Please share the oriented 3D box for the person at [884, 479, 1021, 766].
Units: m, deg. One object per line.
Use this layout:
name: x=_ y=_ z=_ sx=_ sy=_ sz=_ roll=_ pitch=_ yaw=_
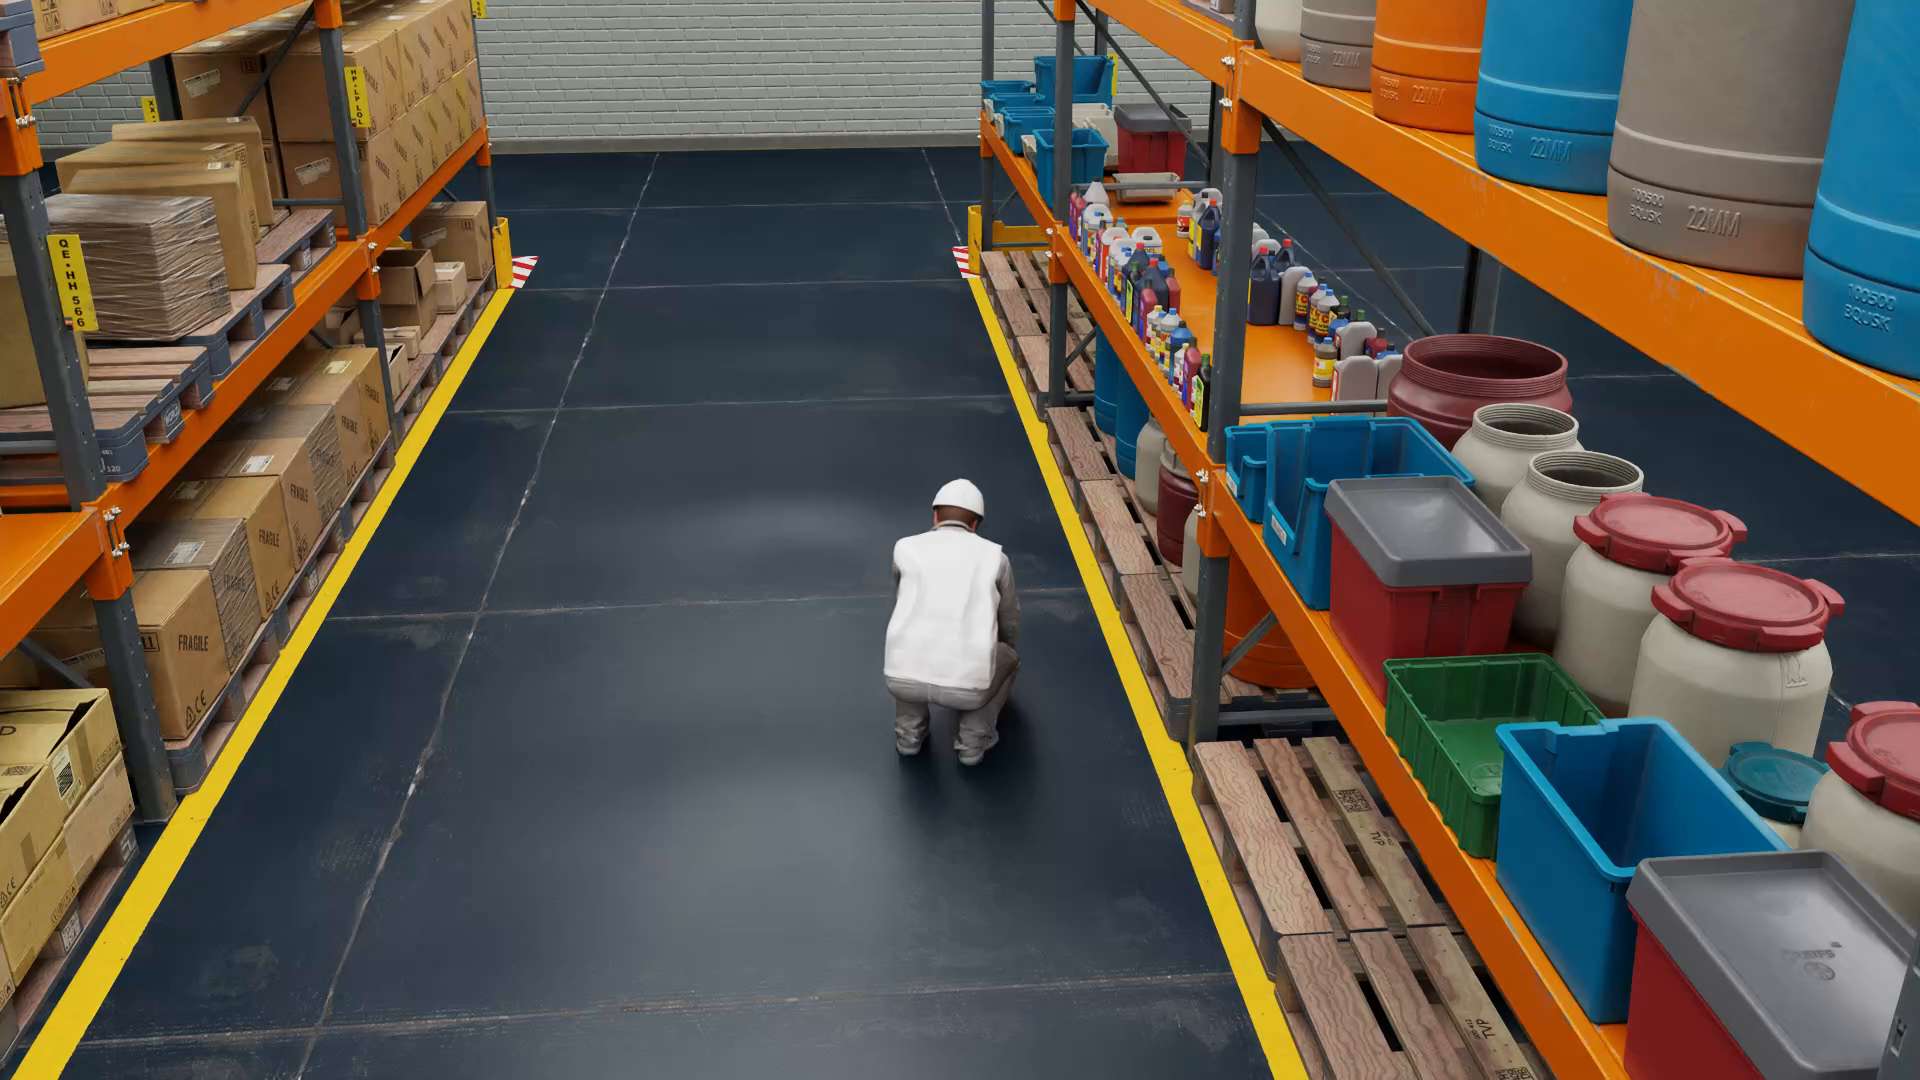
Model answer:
person: x=-0.026 y=0.323 z=6.800 sx=0.533 sy=1.005 sz=0.914 roll=7 pitch=24 yaw=15
